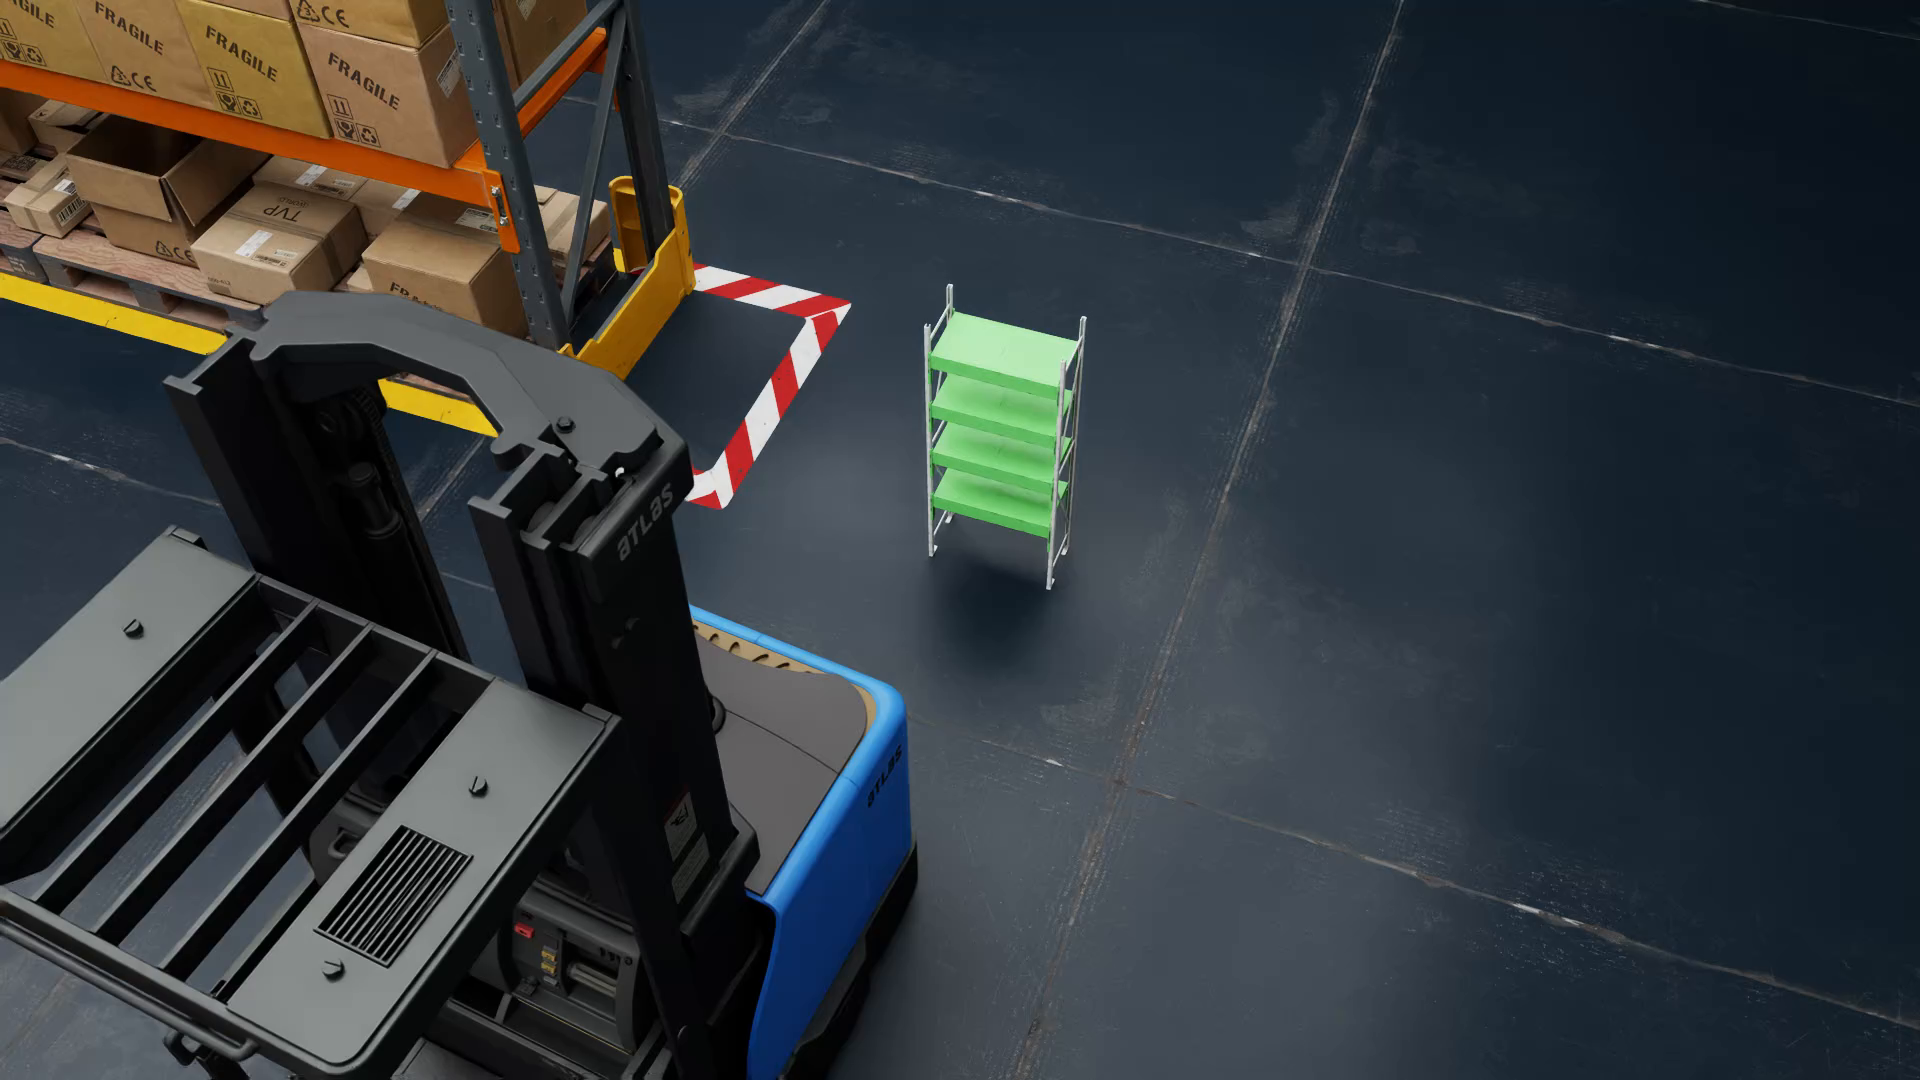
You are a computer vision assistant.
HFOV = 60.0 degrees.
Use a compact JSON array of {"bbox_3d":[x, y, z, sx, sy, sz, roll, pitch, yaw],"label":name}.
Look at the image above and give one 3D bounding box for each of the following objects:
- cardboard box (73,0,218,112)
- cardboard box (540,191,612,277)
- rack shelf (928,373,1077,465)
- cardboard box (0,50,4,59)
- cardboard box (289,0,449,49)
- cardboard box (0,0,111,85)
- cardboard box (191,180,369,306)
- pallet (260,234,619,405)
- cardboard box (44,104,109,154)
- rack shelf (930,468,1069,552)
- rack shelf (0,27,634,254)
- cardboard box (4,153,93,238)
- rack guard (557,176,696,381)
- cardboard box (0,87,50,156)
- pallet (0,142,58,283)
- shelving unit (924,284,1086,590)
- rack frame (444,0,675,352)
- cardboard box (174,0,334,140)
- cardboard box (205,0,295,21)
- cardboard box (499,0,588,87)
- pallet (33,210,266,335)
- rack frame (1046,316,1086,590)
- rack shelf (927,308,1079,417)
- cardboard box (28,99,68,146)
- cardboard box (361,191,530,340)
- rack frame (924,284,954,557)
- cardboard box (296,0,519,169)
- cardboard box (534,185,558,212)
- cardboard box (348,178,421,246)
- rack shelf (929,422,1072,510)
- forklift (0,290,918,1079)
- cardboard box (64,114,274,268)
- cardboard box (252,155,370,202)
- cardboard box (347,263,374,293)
[{"bbox_3d":[-2.954,-2.023,6.319,0.500,0.500,0.500,16,51,13],"label":"cardboard box"},{"bbox_3d":[-1.759,-1.362,7.408,0.250,0.149,0.380,16,51,13],"label":"cardboard box"},{"bbox_3d":[0.155,-0.465,5.993,0.480,0.148,0.258,16,51,13],"label":"rack shelf"},{"bbox_3d":[-3.904,-2.288,6.548,0.500,0.500,0.500,15,51,13],"label":"cardboard box"},{"bbox_3d":[-1.999,-2.080,5.707,0.500,0.500,0.500,15,51,13],"label":"cardboard box"},{"bbox_3d":[-3.427,-2.156,6.434,0.500,0.500,0.500,15,51,13],"label":"cardboard box"},{"bbox_3d":[-2.962,-1.280,7.269,0.500,0.250,0.500,16,51,13],"label":"cardboard box"},{"bbox_3d":[-2.305,-1.113,7.442,1.213,0.211,1.003,16,51,13],"label":"pallet"},{"bbox_3d":[-3.902,-1.965,7.823,0.500,0.311,0.500,16,51,13],"label":"cardboard box"},{"bbox_3d":[0.155,-0.151,6.355,0.480,0.148,0.258,16,51,13],"label":"rack shelf"},{"bbox_3d":[-3.362,-2.087,6.916,4.000,0.370,1.077,16,51,13],"label":"rack shelf"},{"bbox_3d":[-4.104,-1.579,7.584,0.250,0.166,0.380,16,51,13],"label":"cardboard box"},{"bbox_3d":[-1.557,-1.000,7.152,0.348,0.500,1.175,16,51,13],"label":"rack guard"},{"bbox_3d":[-4.605,-2.223,7.921,0.500,0.500,0.500,16,51,13],"label":"cardboard box"},{"bbox_3d":[-4.594,-1.752,7.996,1.213,0.211,1.003,16,51,13],"label":"pallet"},{"bbox_3d":[0.155,-0.350,6.126,0.503,1.200,0.258,16,51,13],"label":"shelving unit"},{"bbox_3d":[-1.486,-1.798,6.190,0.127,3.000,1.000,16,51,13],"label":"rack frame"},{"bbox_3d":[-2.488,-1.889,6.203,0.500,0.500,0.500,16,51,13],"label":"cardboard box"},{"bbox_3d":[-2.473,-2.212,5.821,0.500,0.500,0.500,17,51,14],"label":"cardboard box"},{"bbox_3d":[-1.811,-2.134,6.415,0.500,0.500,0.500,17,51,14],"label":"cardboard box"},{"bbox_3d":[-3.446,-1.434,7.720,1.213,0.211,1.003,16,51,13],"label":"pallet"},{"bbox_3d":[0.384,-0.286,6.070,0.015,1.200,0.240,16,51,13],"label":"rack frame"},{"bbox_3d":[0.155,-0.622,5.811,0.480,0.148,0.258,16,51,13],"label":"rack shelf"},{"bbox_3d":[-4.233,-2.053,8.006,0.250,0.149,0.380,16,51,13],"label":"cardboard box"},{"bbox_3d":[-2.081,-1.092,6.941,0.500,0.500,0.500,16,51,13],"label":"cardboard box"},{"bbox_3d":[-0.074,-0.414,6.181,0.015,1.200,0.240,16,51,13],"label":"rack frame"},{"bbox_3d":[-2.000,-1.756,6.087,0.500,0.500,0.500,17,51,14],"label":"cardboard box"},{"bbox_3d":[-1.994,-1.433,7.458,0.250,0.166,0.380,16,51,13],"label":"cardboard box"},{"bbox_3d":[-2.366,-1.516,7.474,0.500,0.250,0.500,16,51,13],"label":"cardboard box"},{"bbox_3d":[0.155,-0.308,6.174,0.480,0.148,0.258,16,51,13],"label":"rack shelf"},{"bbox_3d":[-1.239,1.026,3.788,1.130,2.935,3.031,20,52,17],"label":"forklift"},{"bbox_3d":[-3.474,-1.684,7.452,0.637,0.503,0.797,16,51,13],"label":"cardboard box"},{"bbox_3d":[-2.835,-1.647,7.588,0.500,0.250,0.500,16,51,13],"label":"cardboard box"},{"bbox_3d":[-2.430,-1.152,7.214,0.250,0.166,0.380,16,51,13],"label":"cardboard box"}]
